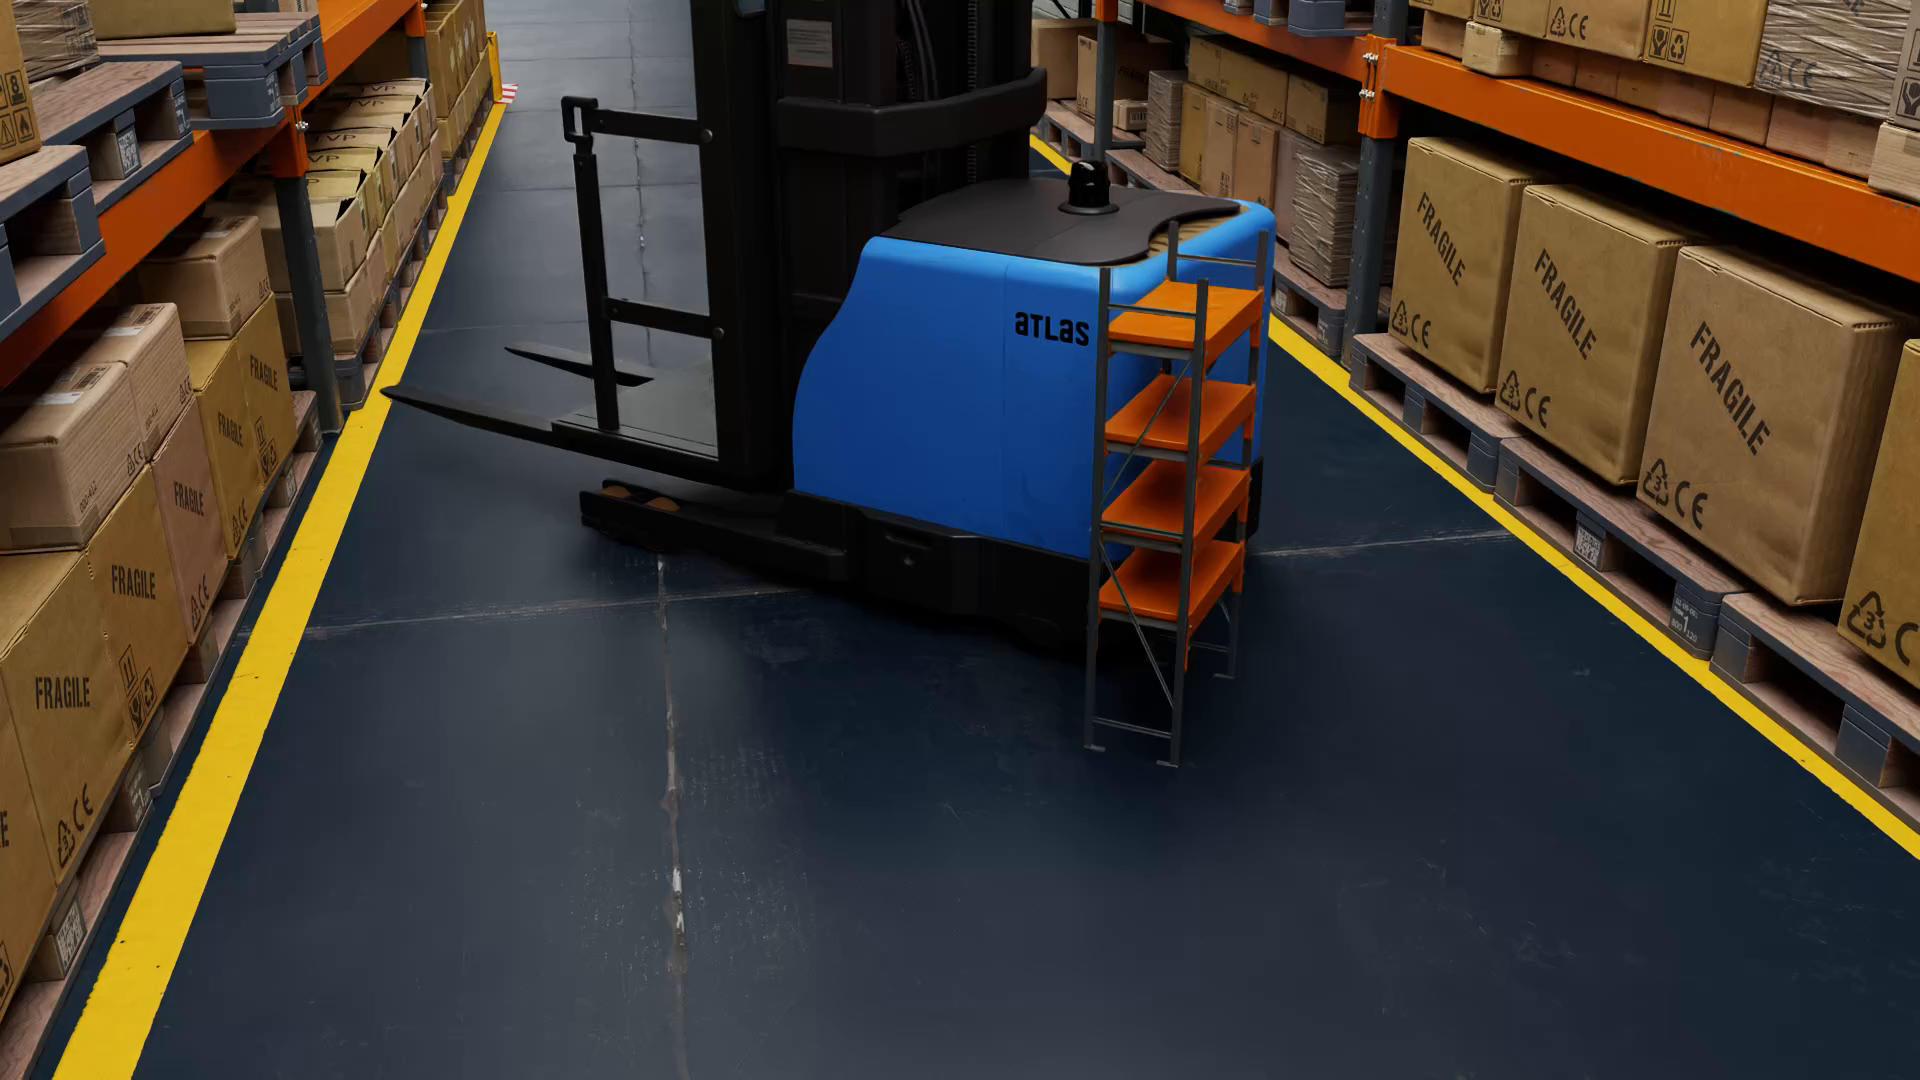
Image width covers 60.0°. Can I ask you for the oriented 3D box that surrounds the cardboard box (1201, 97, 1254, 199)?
[{"bbox_3d":[1.693,-2.050,8.770,0.700,0.500,0.500,-4,24,-9],"label":"cardboard box"}]

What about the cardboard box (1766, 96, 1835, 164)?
[{"bbox_3d":[2.288,-1.048,4.190,0.380,0.149,0.250,-5,24,-11],"label":"cardboard box"}]

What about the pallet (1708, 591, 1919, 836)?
[{"bbox_3d":[2.604,0.441,3.976,1.003,0.211,1.213,-4,24,-10],"label":"pallet"}]

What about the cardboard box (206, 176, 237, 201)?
[{"bbox_3d":[-3.228,-1.325,6.747,0.500,0.311,0.500,-5,24,-11],"label":"cardboard box"}]

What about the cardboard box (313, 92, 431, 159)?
[{"bbox_3d":[-3.067,-2.165,8.668,0.500,0.311,0.500,-4,24,-8],"label":"cardboard box"}]

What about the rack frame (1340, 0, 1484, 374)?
[{"bbox_3d":[2.081,-2.112,6.338,1.000,3.000,0.127,-4,24,-10],"label":"rack frame"}]

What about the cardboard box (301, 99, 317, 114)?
[{"bbox_3d":[-3.607,-2.129,8.586,0.500,0.311,0.500,-5,24,-10],"label":"cardboard box"}]

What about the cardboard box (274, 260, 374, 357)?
[{"bbox_3d":[-2.595,-0.904,6.483,0.500,0.250,0.500,-4,24,-10],"label":"cardboard box"}]

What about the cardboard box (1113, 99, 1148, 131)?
[{"bbox_3d":[1.213,-2.797,10.897,0.380,0.166,0.250,-8,25,-17],"label":"cardboard box"}]

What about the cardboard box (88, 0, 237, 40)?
[{"bbox_3d":[-2.559,-1.743,4.844,0.700,0.500,0.500,-13,27,-27],"label":"cardboard box"}]

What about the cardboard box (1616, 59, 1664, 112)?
[{"bbox_3d":[2.179,-1.356,4.895,0.380,0.149,0.250,-4,24,-9],"label":"cardboard box"}]

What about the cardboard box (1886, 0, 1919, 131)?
[{"bbox_3d":[2.383,-1.093,3.483,0.500,0.500,0.500,-4,24,-9],"label":"cardboard box"}]

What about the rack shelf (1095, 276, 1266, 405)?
[{"bbox_3d":[0.516,-0.470,3.846,0.258,0.148,0.480,10,26,22],"label":"rack shelf"}]

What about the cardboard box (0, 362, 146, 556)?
[{"bbox_3d":[-2.082,-0.172,3.533,0.500,0.250,0.500,-4,24,-10],"label":"cardboard box"}]

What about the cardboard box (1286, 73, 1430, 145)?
[{"bbox_3d":[1.853,-2.020,7.764,0.500,0.250,0.500,-4,24,-9],"label":"cardboard box"}]

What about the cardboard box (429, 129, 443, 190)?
[{"bbox_3d":[-3.165,-2.108,9.240,0.500,0.250,0.500,-5,24,-10],"label":"cardboard box"}]

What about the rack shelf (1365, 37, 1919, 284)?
[{"bbox_3d":[2.451,-0.996,4.681,1.077,0.370,4.000,-4,24,-10],"label":"rack shelf"}]

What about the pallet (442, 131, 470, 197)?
[{"bbox_3d":[-3.632,-2.356,10.379,1.003,0.211,1.213,-4,24,-10],"label":"pallet"}]

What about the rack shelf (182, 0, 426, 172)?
[{"bbox_3d":[-3.157,-2.201,7.441,1.077,0.370,4.000,-4,24,-10],"label":"rack shelf"}]

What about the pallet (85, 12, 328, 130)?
[{"bbox_3d":[-2.592,-1.395,4.935,1.213,0.211,1.003,-4,24,-10],"label":"pallet"}]

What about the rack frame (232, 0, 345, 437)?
[{"bbox_3d":[-2.787,-1.744,5.496,1.000,3.000,0.127,-4,24,-10],"label":"rack frame"}]

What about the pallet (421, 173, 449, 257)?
[{"bbox_3d":[-3.352,-1.753,8.999,1.003,0.211,1.213,-4,24,-10],"label":"pallet"}]

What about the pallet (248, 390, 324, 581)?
[{"bbox_3d":[-2.686,-0.170,5.375,1.003,0.211,1.213,-4,24,-10],"label":"pallet"}]

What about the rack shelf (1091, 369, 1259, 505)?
[{"bbox_3d":[0.516,-0.254,3.941,0.258,0.148,0.480,10,26,22],"label":"rack shelf"}]

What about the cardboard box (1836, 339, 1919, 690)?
[{"bbox_3d":[2.573,0.008,3.646,0.750,0.750,0.750,-4,24,-9],"label":"cardboard box"}]

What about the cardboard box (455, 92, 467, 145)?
[{"bbox_3d":[-3.402,-2.652,10.485,0.500,0.250,0.500,-4,24,-10],"label":"cardboard box"}]

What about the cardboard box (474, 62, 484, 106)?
[{"bbox_3d":[-3.678,-3.242,11.836,0.500,0.250,0.500,-4,24,-10],"label":"cardboard box"}]

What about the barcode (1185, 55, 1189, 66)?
[{"bbox_3d":[1.477,-3.118,10.816,0.001,0.075,0.075,-4,24,-10],"label":"barcode"}]

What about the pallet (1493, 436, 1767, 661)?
[{"bbox_3d":[2.375,-0.040,5.077,1.003,0.211,1.213,-4,24,-10],"label":"pallet"}]

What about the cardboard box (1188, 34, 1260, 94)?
[{"bbox_3d":[1.579,-2.624,9.147,0.500,0.250,0.500,-5,24,-11],"label":"cardboard box"}]

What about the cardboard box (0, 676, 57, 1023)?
[{"bbox_3d":[-1.897,0.565,2.782,0.500,0.500,0.500,-5,24,-12],"label":"cardboard box"}]

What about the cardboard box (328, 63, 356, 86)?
[{"bbox_3d":[-3.908,-2.957,10.247,0.500,0.500,0.500,-4,24,-10],"label":"cardboard box"}]

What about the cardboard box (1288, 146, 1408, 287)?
[{"bbox_3d":[1.897,-1.448,7.390,0.700,0.500,0.500,-4,24,-9],"label":"cardboard box"}]

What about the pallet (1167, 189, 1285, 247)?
[{"bbox_3d":[1.716,-1.621,8.697,1.003,0.211,1.213,-4,24,-10],"label":"pallet"}]

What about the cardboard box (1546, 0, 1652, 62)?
[{"bbox_3d":[2.098,-1.692,4.854,0.500,0.500,0.500,-4,24,-10],"label":"cardboard box"}]

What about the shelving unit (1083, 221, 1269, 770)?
[{"bbox_3d":[0.516,-0.110,4.003,0.258,1.200,0.503,10,26,22],"label":"shelving unit"}]

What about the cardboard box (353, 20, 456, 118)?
[{"bbox_3d":[-3.304,-2.799,9.885,0.500,0.500,0.500,-4,24,-10],"label":"cardboard box"}]

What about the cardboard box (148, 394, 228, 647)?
[{"bbox_3d":[-2.185,-0.040,4.168,0.500,0.500,0.500,-5,24,-12],"label":"cardboard box"}]

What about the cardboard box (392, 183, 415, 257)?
[{"bbox_3d":[-2.885,-1.508,7.865,0.500,0.250,0.500,-4,24,-9],"label":"cardboard box"}]

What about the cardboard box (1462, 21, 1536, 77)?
[{"bbox_3d":[1.918,-1.649,5.567,0.380,0.149,0.250,-4,24,-8],"label":"cardboard box"}]

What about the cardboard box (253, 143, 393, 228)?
[{"bbox_3d":[-2.792,-1.568,7.302,0.500,0.311,0.500,-5,24,-11],"label":"cardboard box"}]

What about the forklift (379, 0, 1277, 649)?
[{"bbox_3d":[-0.601,-1.472,4.957,3.031,2.935,1.130,14,27,28],"label":"forklift"}]

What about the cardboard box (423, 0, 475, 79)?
[{"bbox_3d":[-3.584,-3.389,11.235,0.500,0.500,0.500,-4,24,-10],"label":"cardboard box"}]

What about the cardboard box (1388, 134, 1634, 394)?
[{"bbox_3d":[2.088,-1.021,6.000,0.750,0.750,0.750,-5,24,-10],"label":"cardboard box"}]
